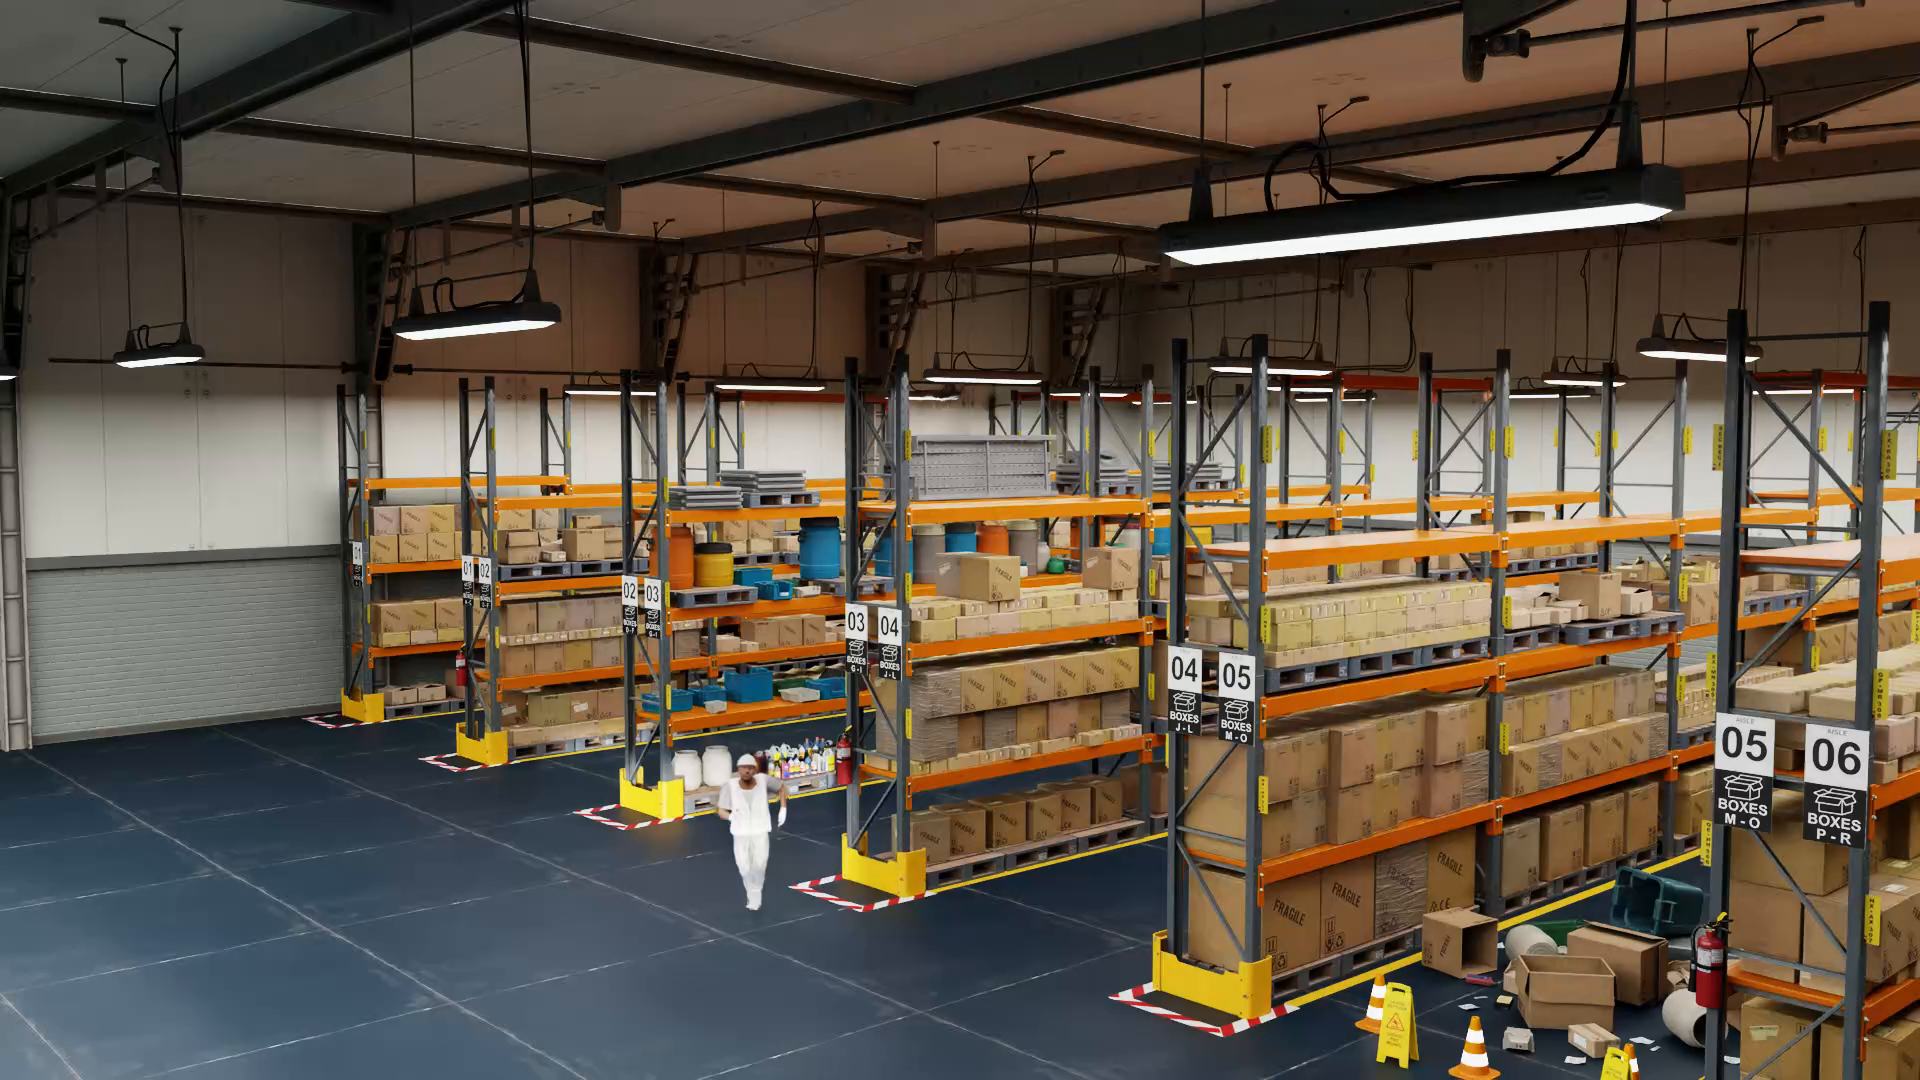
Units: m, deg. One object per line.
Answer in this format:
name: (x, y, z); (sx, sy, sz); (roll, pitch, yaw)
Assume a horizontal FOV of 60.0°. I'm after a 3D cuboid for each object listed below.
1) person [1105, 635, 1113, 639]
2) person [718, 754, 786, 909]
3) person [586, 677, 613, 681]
person: (2.993, 2.222, 32.179); (0.552, 1.630, 0.585); (3, 5, 41)
person: (-2.205, 3.120, 17.657); (0.727, 1.722, 0.757); (0, 4, -6)
person: (-6.350, 2.311, 29.438); (0.690, 1.789, 1.046); (3, 5, 42)
